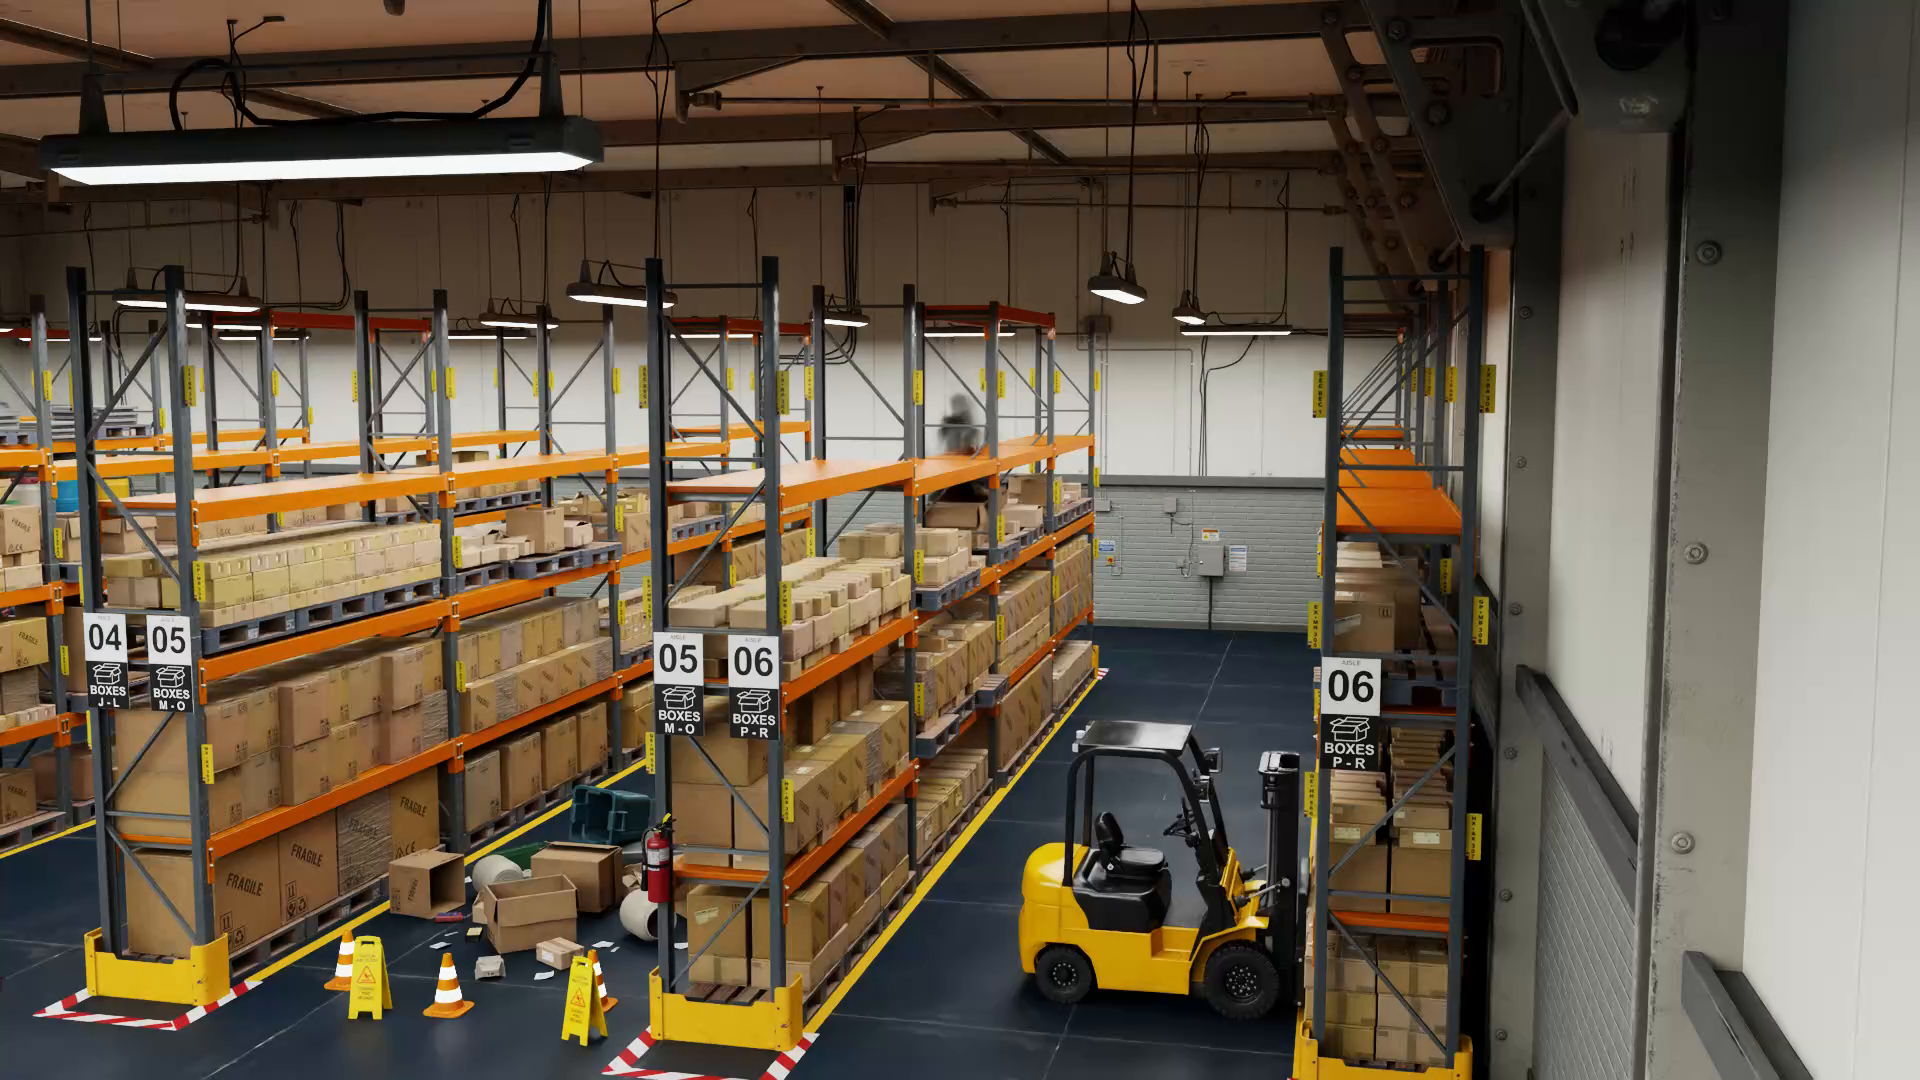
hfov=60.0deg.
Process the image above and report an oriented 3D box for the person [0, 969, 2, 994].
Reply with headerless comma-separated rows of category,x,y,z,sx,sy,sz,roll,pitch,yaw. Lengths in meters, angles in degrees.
person,-6.505,3.227,10.535,0.723,1.710,0.780,-2,6,-20
